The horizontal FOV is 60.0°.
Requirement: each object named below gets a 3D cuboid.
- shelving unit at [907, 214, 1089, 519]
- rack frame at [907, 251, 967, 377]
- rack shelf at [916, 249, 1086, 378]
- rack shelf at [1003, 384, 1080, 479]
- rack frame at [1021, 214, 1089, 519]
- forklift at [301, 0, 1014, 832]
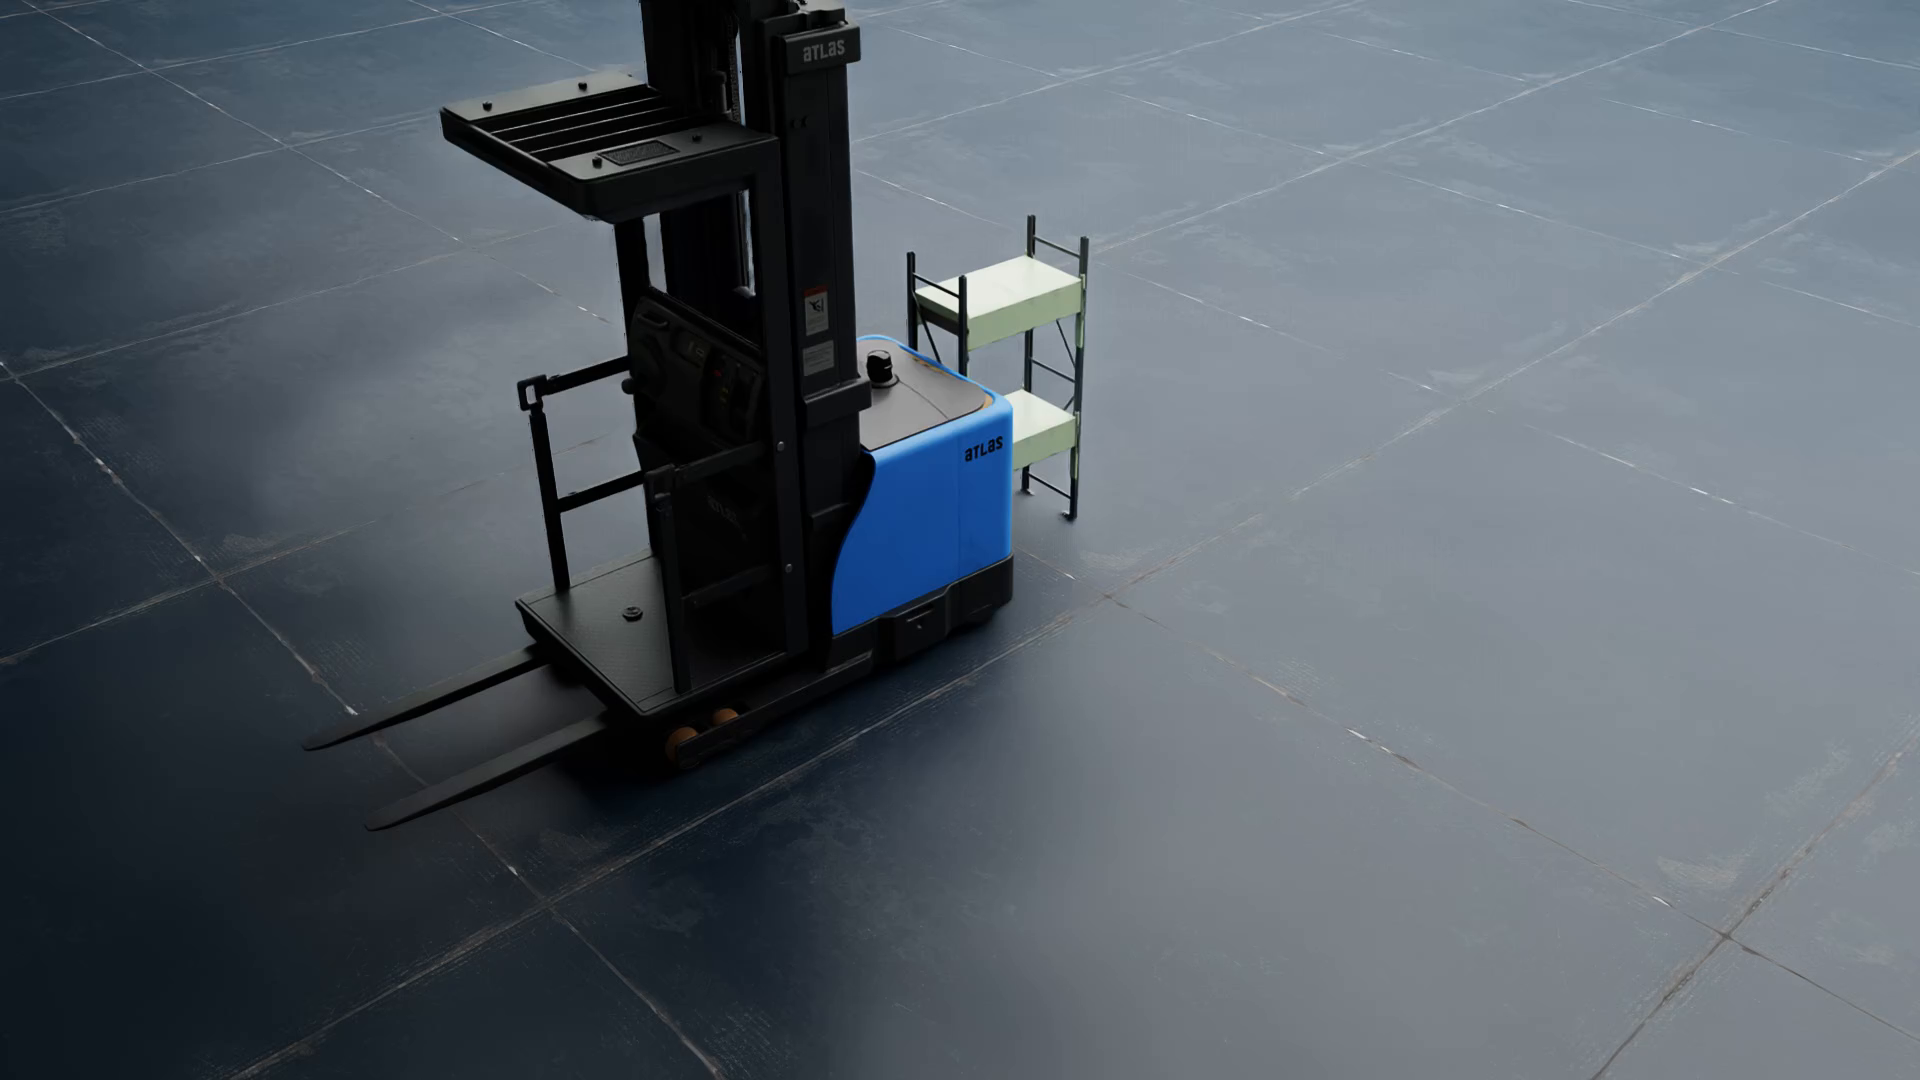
[{"bbox_3d":[0.176,-0.706,7.967,0.755,1.500,0.431,-23,39,-33],"label":"shelving unit"},{"bbox_3d":[-0.105,-0.584,7.768,0.023,1.500,0.400,-23,39,-33],"label":"rack frame"},{"bbox_3d":[0.176,-1.039,7.764,0.720,0.370,0.431,-23,39,-33],"label":"rack shelf"},{"bbox_3d":[0.176,-0.428,8.137,0.720,0.370,0.431,-23,39,-33],"label":"rack shelf"},{"bbox_3d":[0.458,-0.828,8.167,0.023,1.500,0.400,-23,39,-33],"label":"rack frame"},{"bbox_3d":[-1.210,-0.634,6.477,3.031,2.935,1.130,-23,39,-33],"label":"forklift"}]
